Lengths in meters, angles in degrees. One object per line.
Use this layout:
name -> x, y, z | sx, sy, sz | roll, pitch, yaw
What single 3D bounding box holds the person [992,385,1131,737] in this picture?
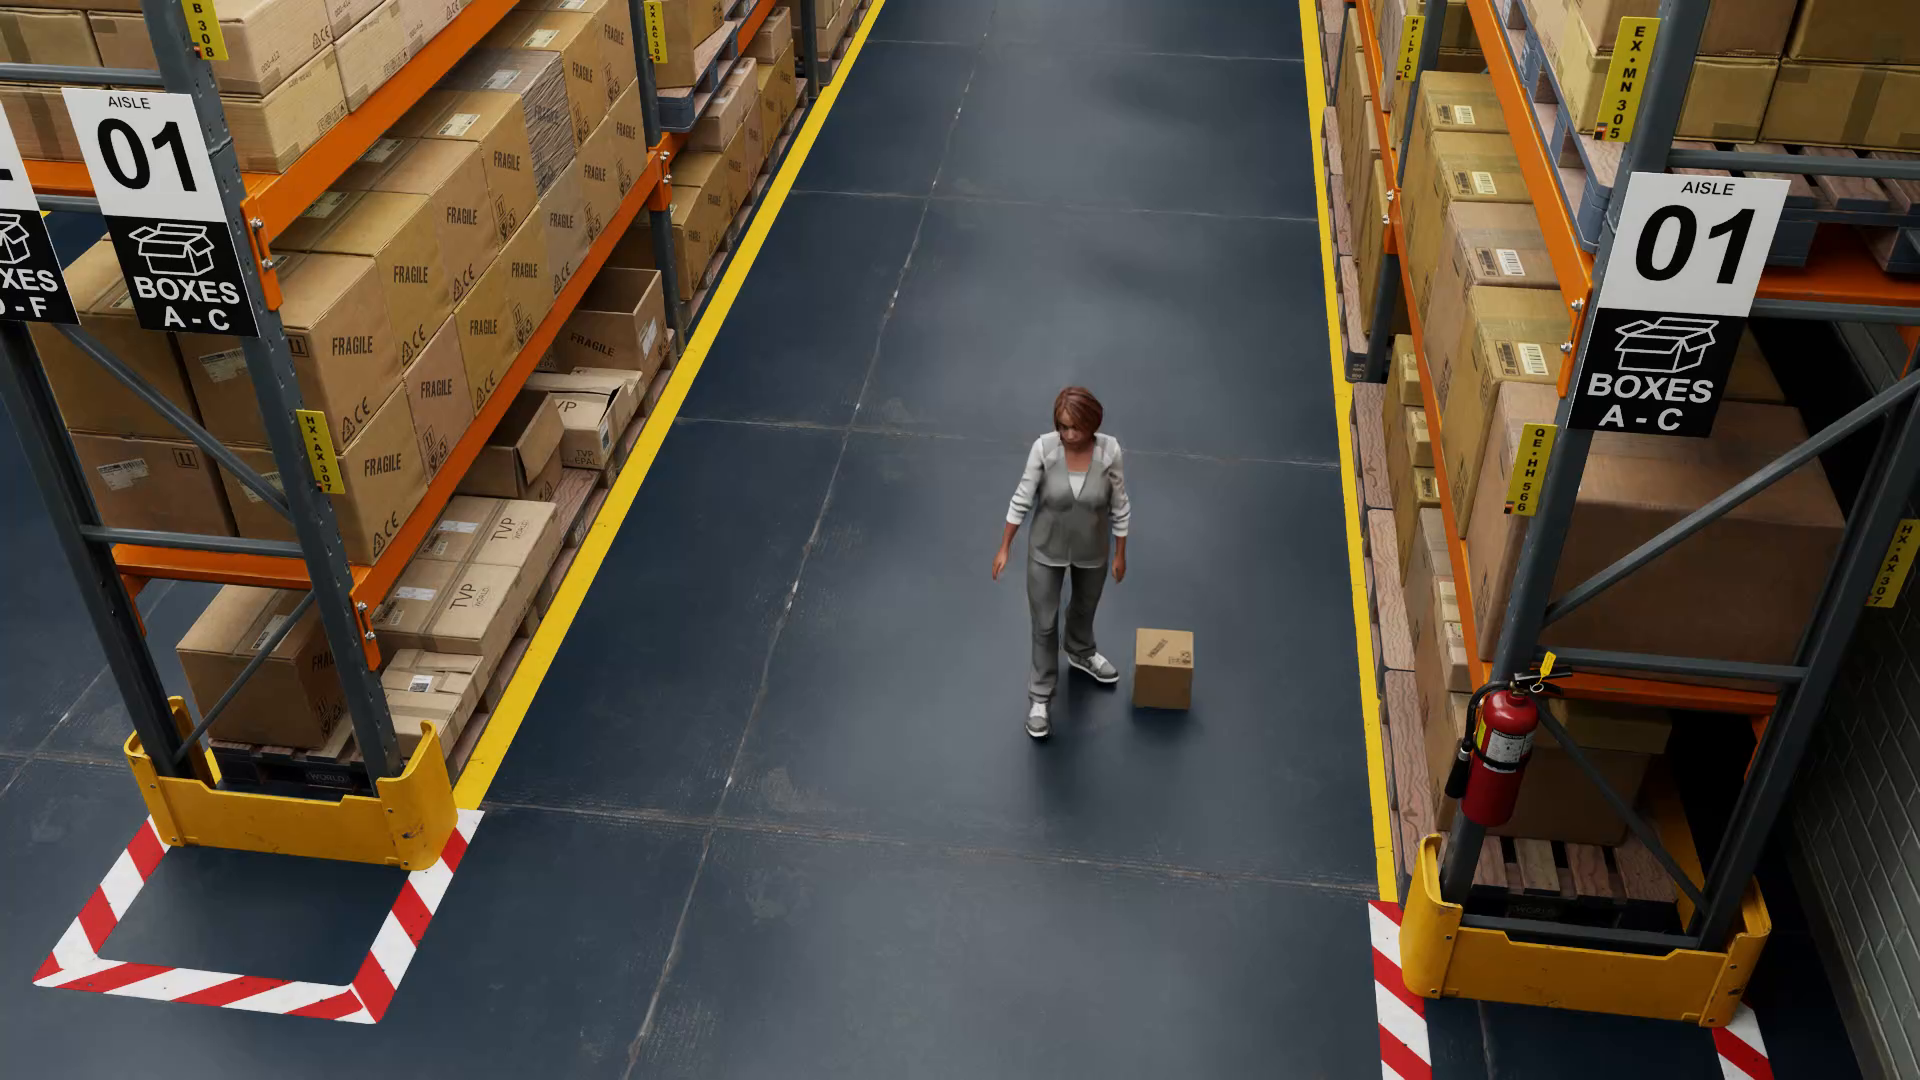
person -> 0.428, 0.065, 6.933 | 0.591, 1.584, 0.564 | -2, 37, -3
